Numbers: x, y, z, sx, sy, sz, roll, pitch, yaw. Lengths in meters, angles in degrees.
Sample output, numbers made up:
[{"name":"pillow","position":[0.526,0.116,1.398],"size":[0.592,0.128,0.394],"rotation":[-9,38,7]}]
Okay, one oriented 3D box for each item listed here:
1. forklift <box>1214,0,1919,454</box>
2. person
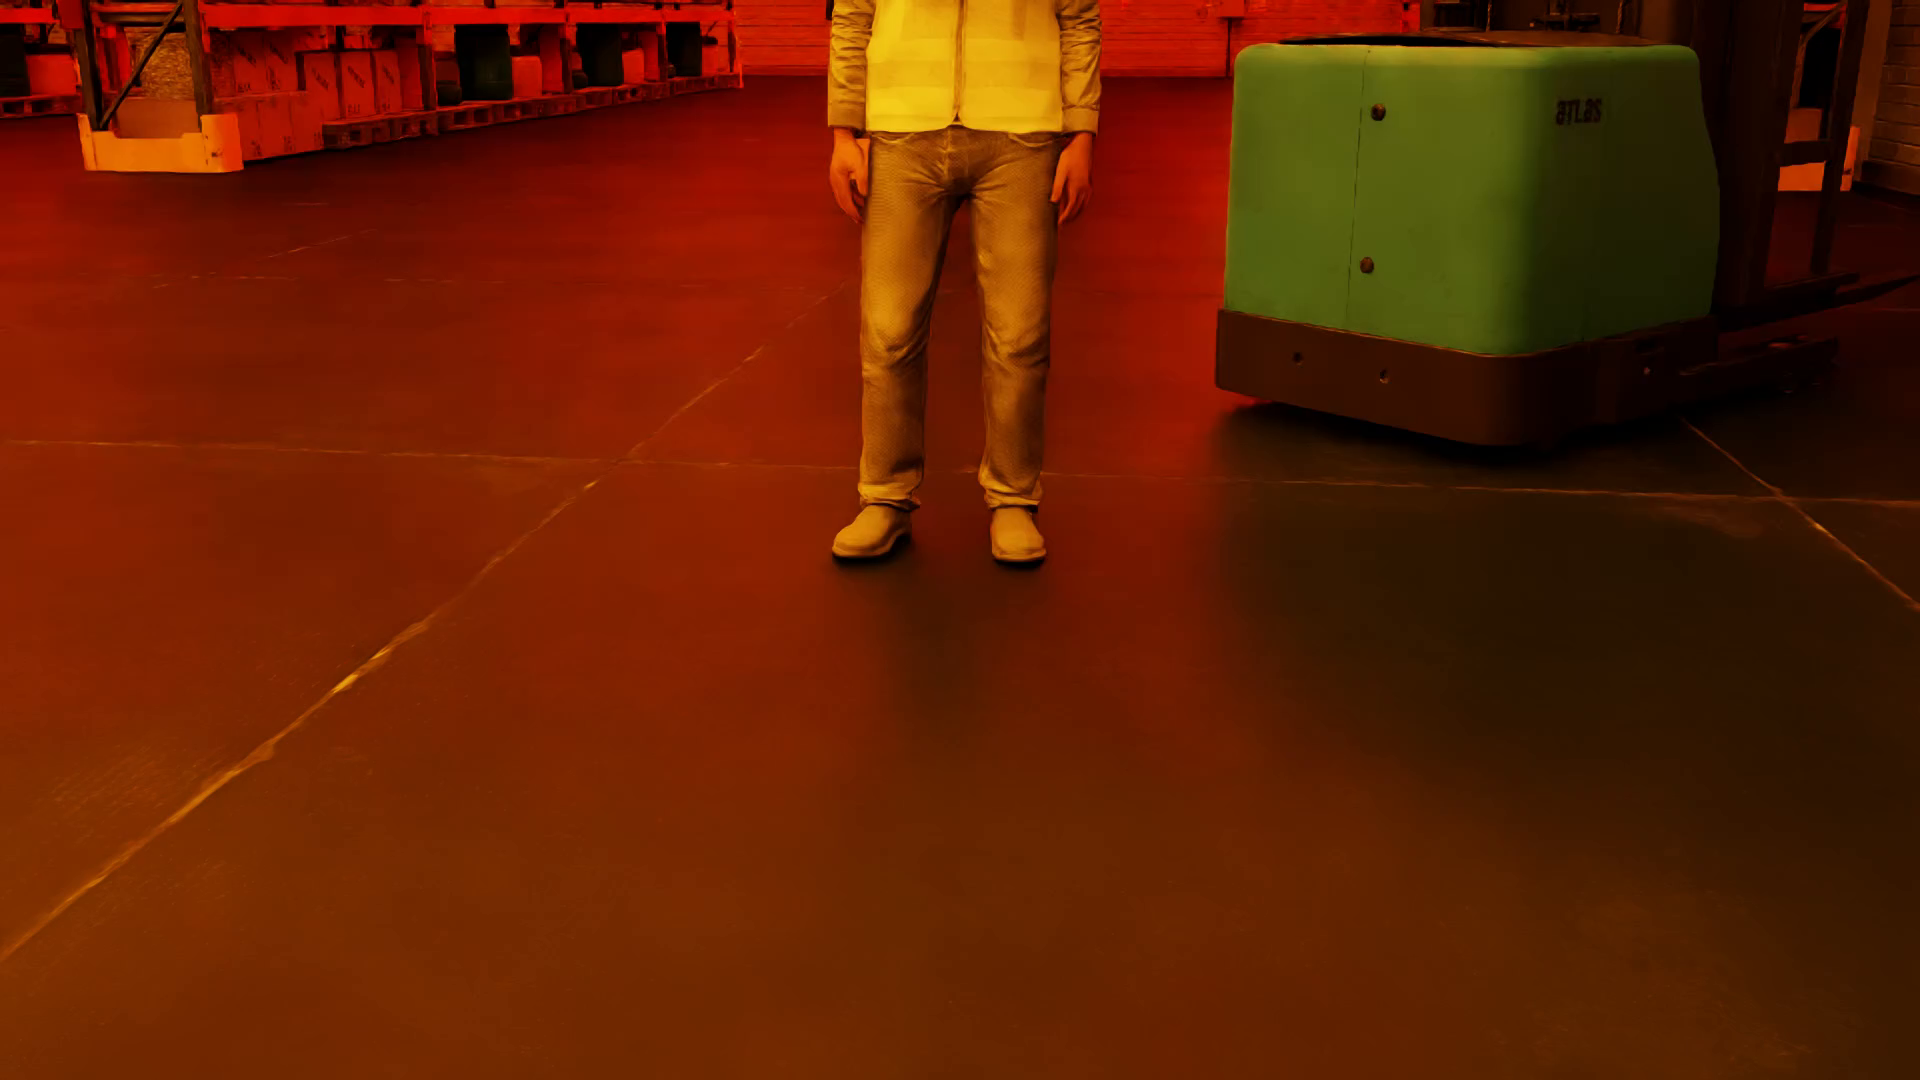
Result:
[{"name":"forklift","position":[2.235,-1.972,5.206],"size":[3.031,2.935,1.130],"rotation":[-14,22,-37]},{"name":"person","position":[0.007,-0.836,3.536],"size":[0.580,1.770,0.463],"rotation":[2,18,5]}]
